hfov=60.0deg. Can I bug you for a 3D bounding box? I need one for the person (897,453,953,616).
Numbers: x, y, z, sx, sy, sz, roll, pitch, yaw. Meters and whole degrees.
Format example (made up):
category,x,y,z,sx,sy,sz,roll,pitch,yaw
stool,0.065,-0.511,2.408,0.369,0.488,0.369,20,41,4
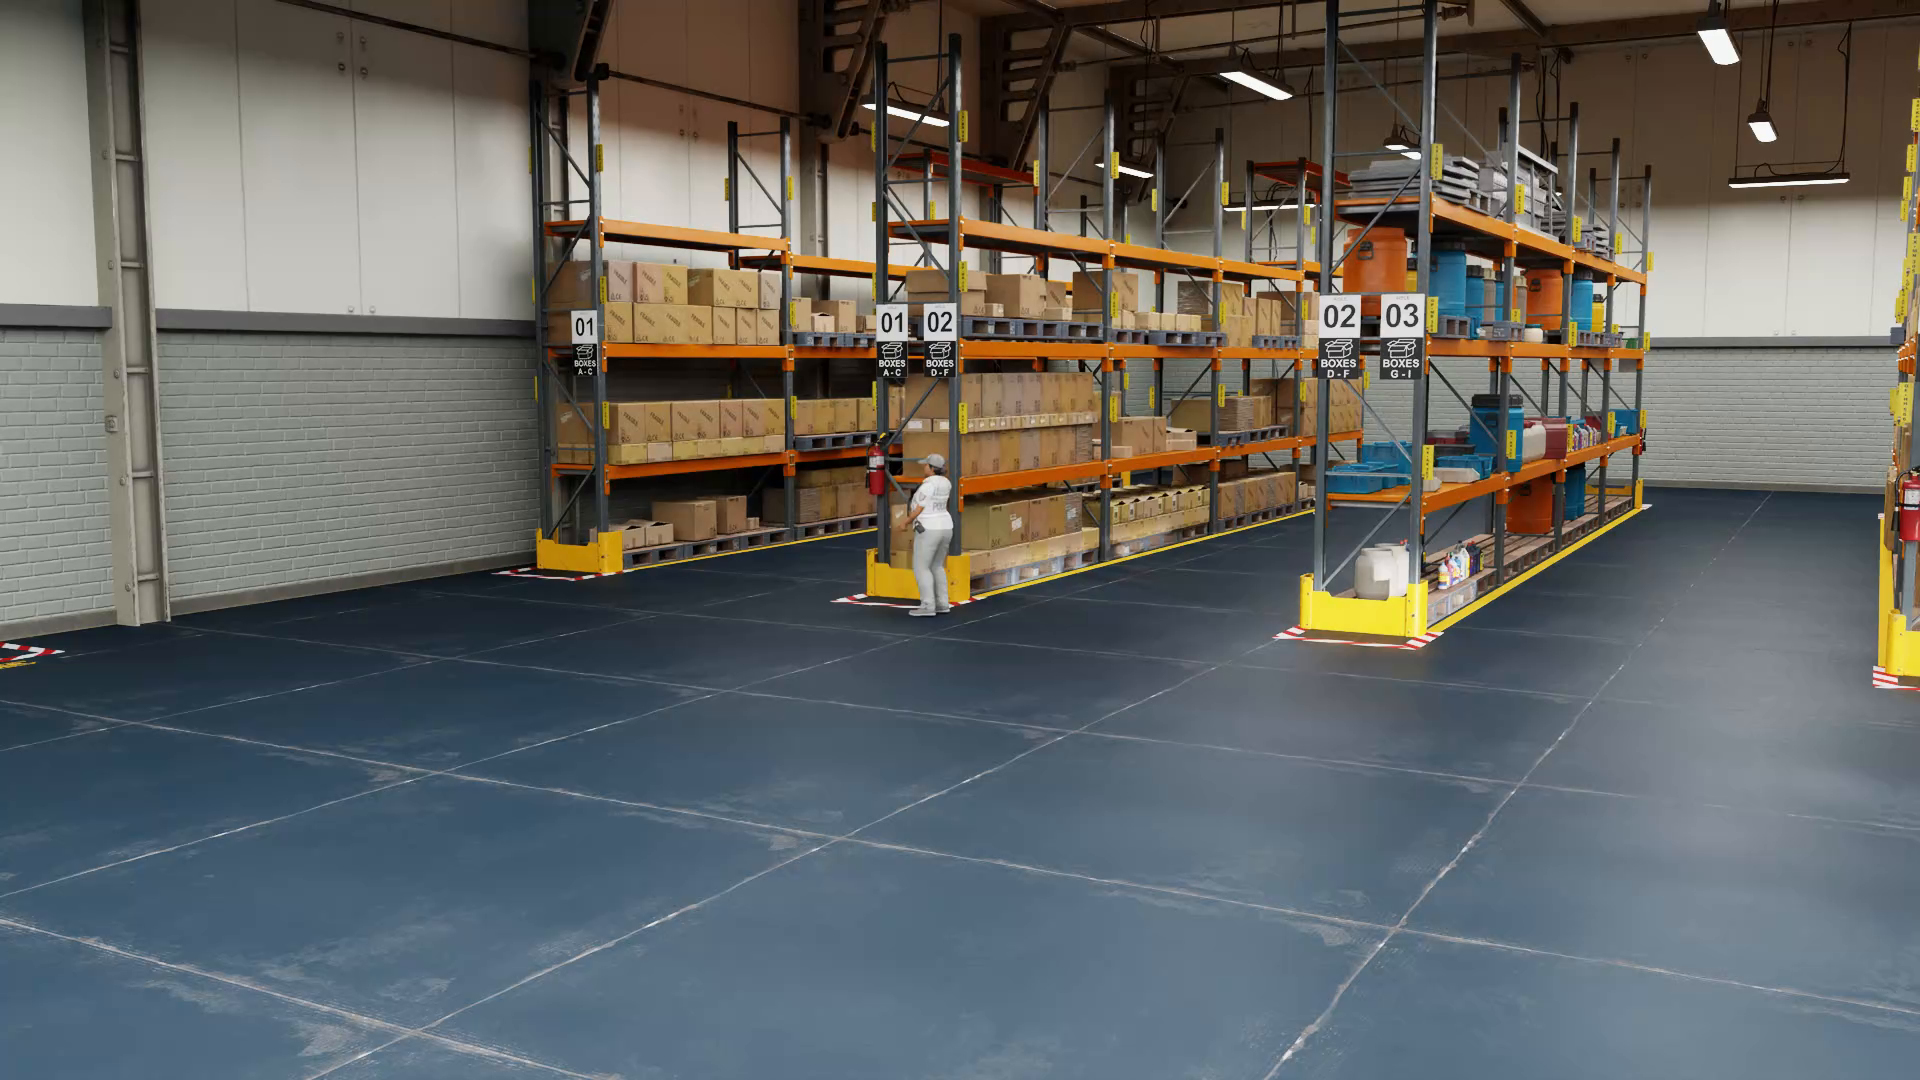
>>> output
category,x,y,z,sx,sy,sz,roll,pitch,yaw
person,-0.354,-0.061,16.985,0.535,1.654,0.452,3,7,29
